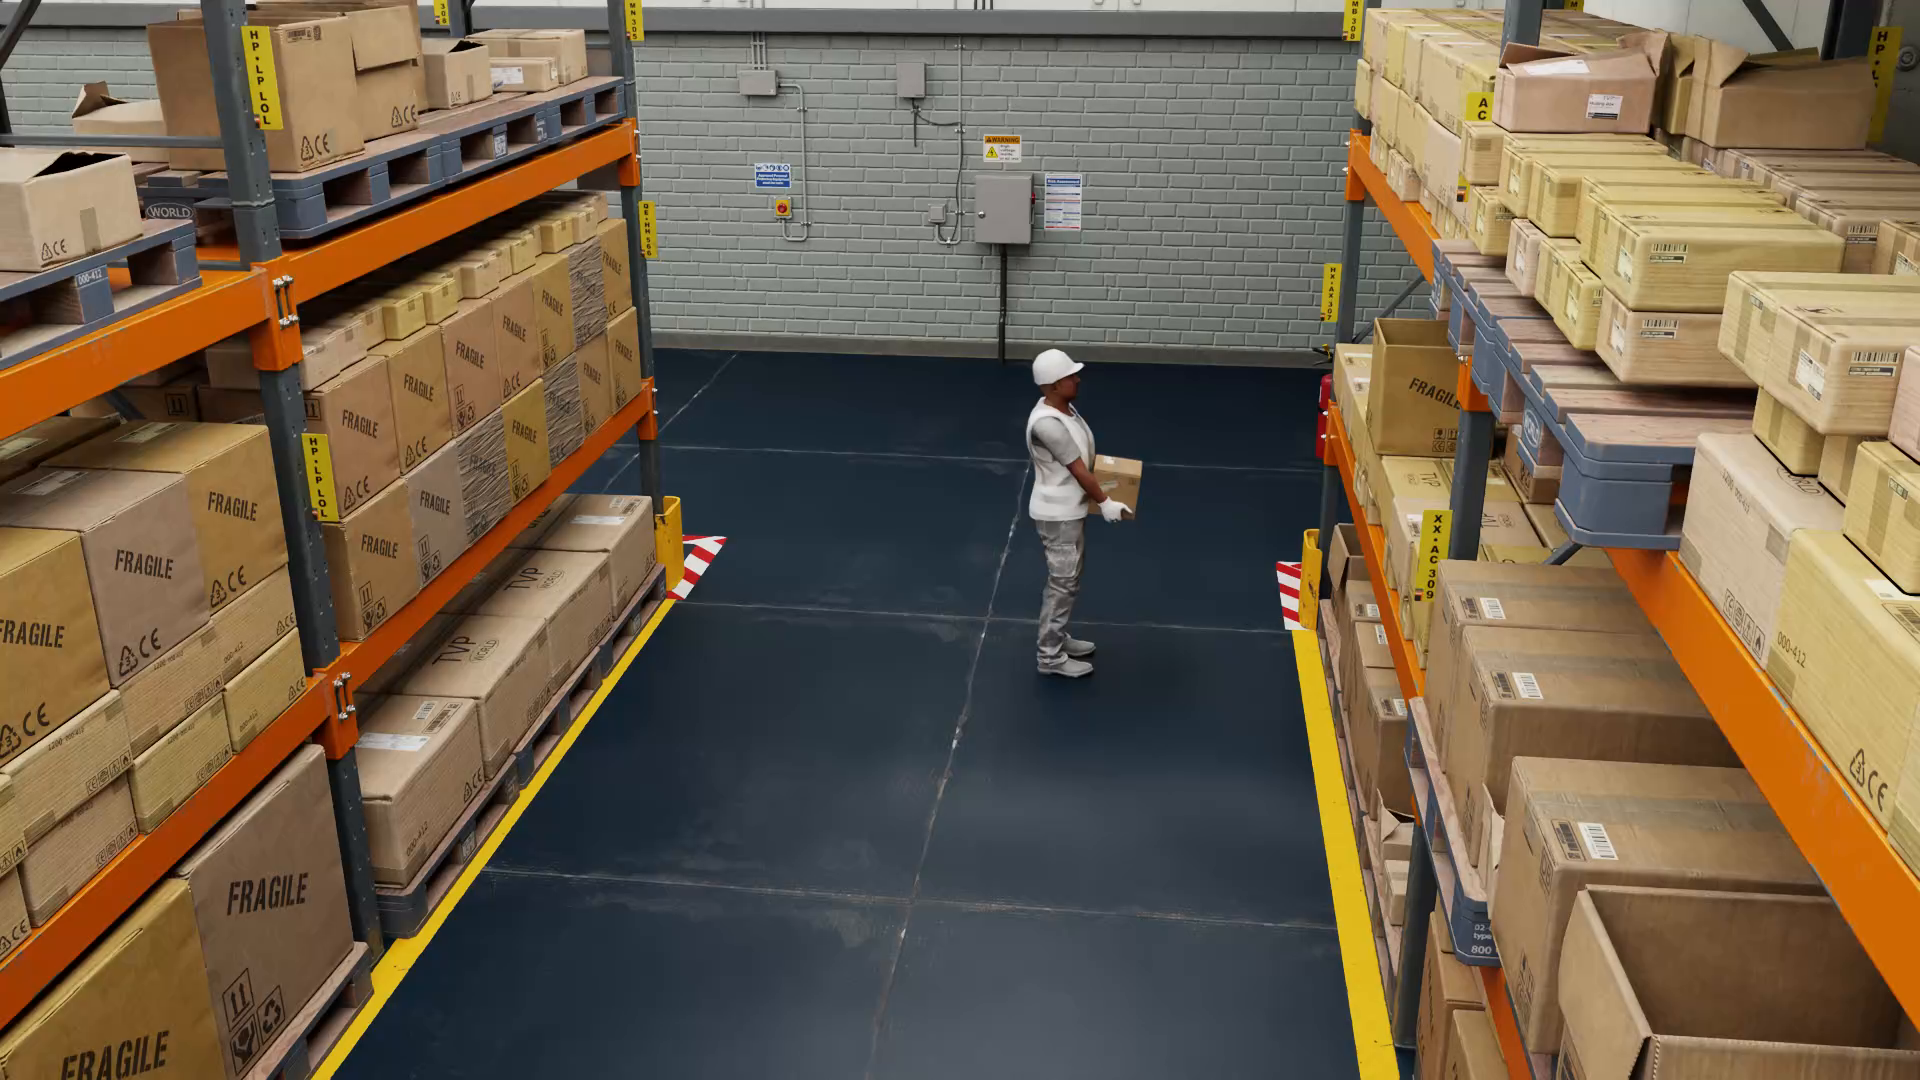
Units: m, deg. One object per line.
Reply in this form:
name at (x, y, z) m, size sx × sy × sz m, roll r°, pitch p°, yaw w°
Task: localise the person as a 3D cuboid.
person at (0.646, -0.148, 8.949) m, size 0.575 × 1.778 × 0.487 m, roll 3°, pitch 21°, yaw 7°
